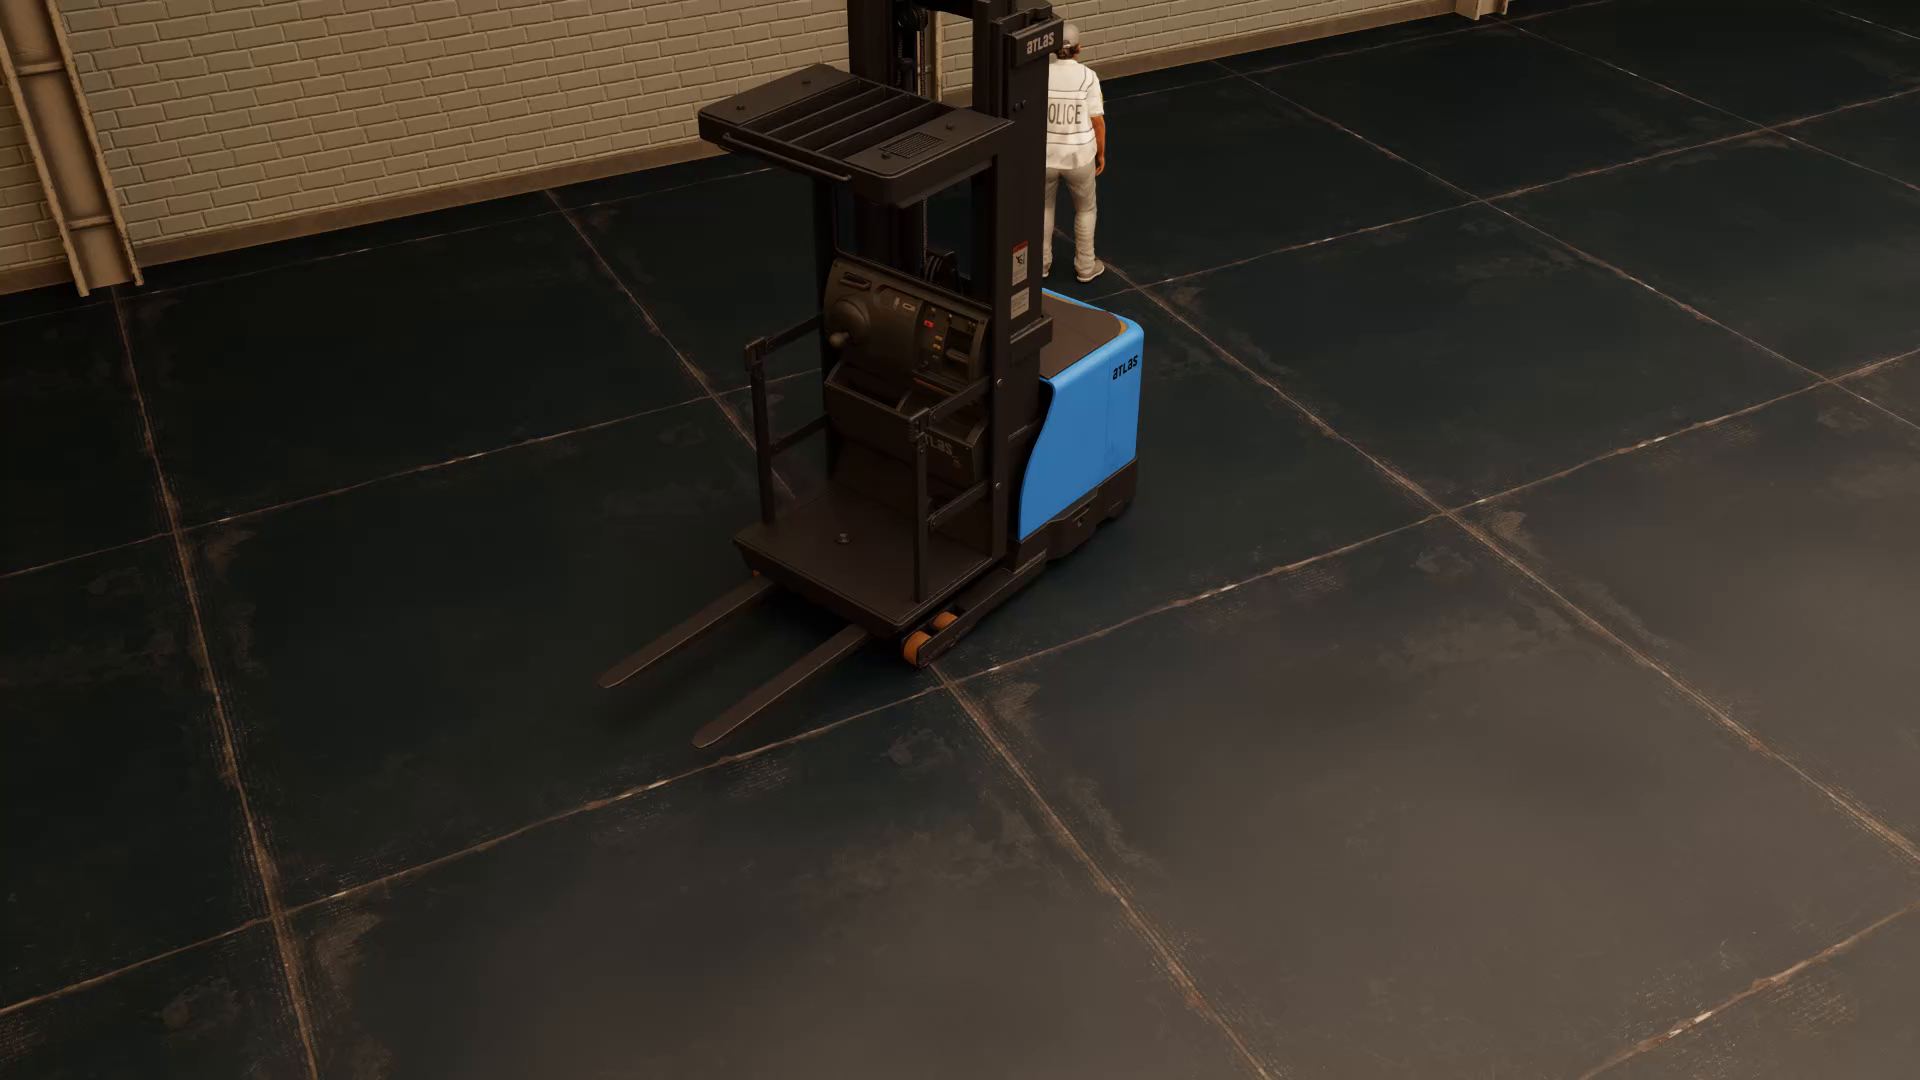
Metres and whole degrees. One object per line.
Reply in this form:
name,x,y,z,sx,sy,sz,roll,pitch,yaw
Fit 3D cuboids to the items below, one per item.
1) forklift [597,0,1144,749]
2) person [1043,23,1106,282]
forklift,-0.390,-0.927,7.434,1.130,2.935,3.031,26,43,31
person,0.683,-2.483,10.734,0.558,1.667,0.468,7,36,10
